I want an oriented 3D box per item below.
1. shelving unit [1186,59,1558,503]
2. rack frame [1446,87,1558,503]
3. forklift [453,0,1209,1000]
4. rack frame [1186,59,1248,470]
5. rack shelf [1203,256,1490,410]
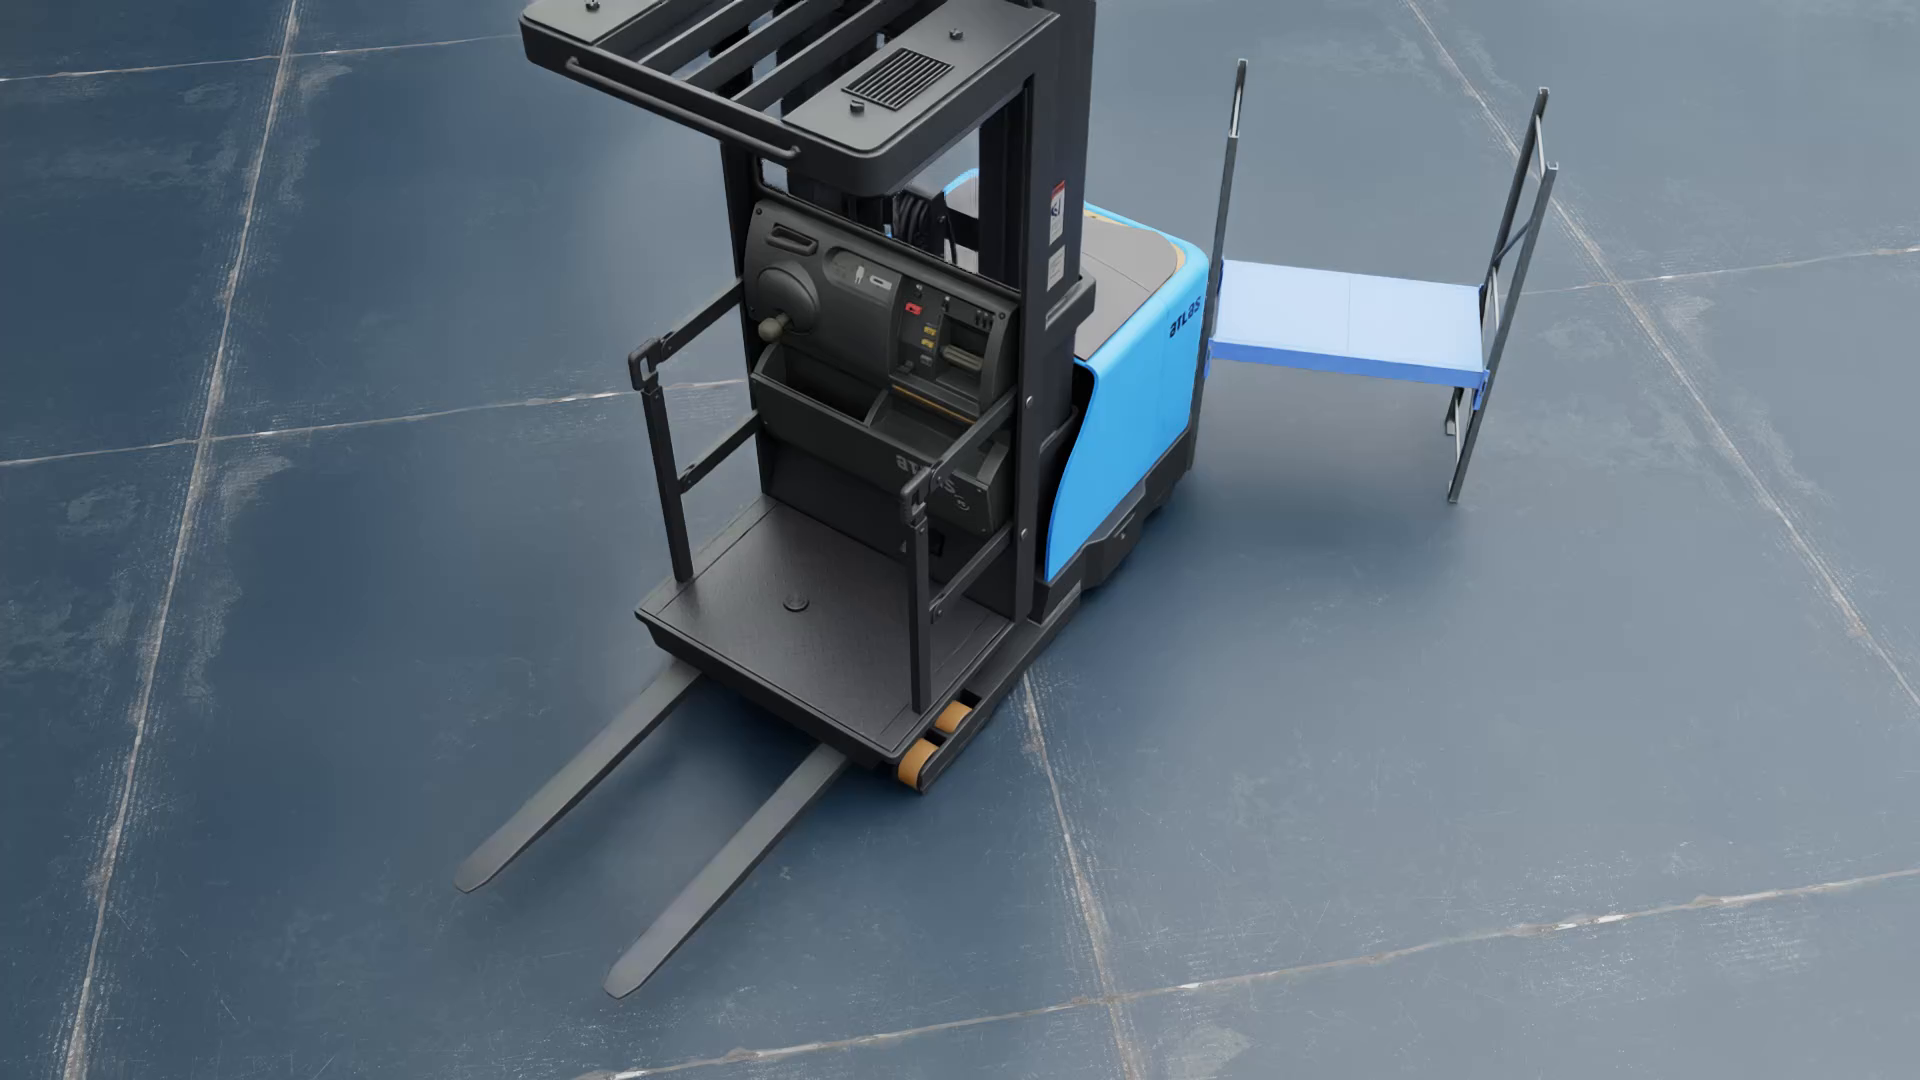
[{"bbox_3d":[1.439,-0.907,6.083,1.048,1.500,0.538,8,47,7],"label":"shelving unit"},{"bbox_3d":[1.939,-0.841,6.019,0.032,1.500,0.500,8,47,7],"label":"rack frame"},{"bbox_3d":[-0.377,-0.598,4.791,1.130,2.935,3.031,27,52,23],"label":"forklift"},{"bbox_3d":[0.939,-0.974,6.147,0.032,1.500,0.500,8,47,7],"label":"rack frame"},{"bbox_3d":[1.439,-0.782,6.212,1.000,0.185,0.538,8,47,7],"label":"rack shelf"}]
